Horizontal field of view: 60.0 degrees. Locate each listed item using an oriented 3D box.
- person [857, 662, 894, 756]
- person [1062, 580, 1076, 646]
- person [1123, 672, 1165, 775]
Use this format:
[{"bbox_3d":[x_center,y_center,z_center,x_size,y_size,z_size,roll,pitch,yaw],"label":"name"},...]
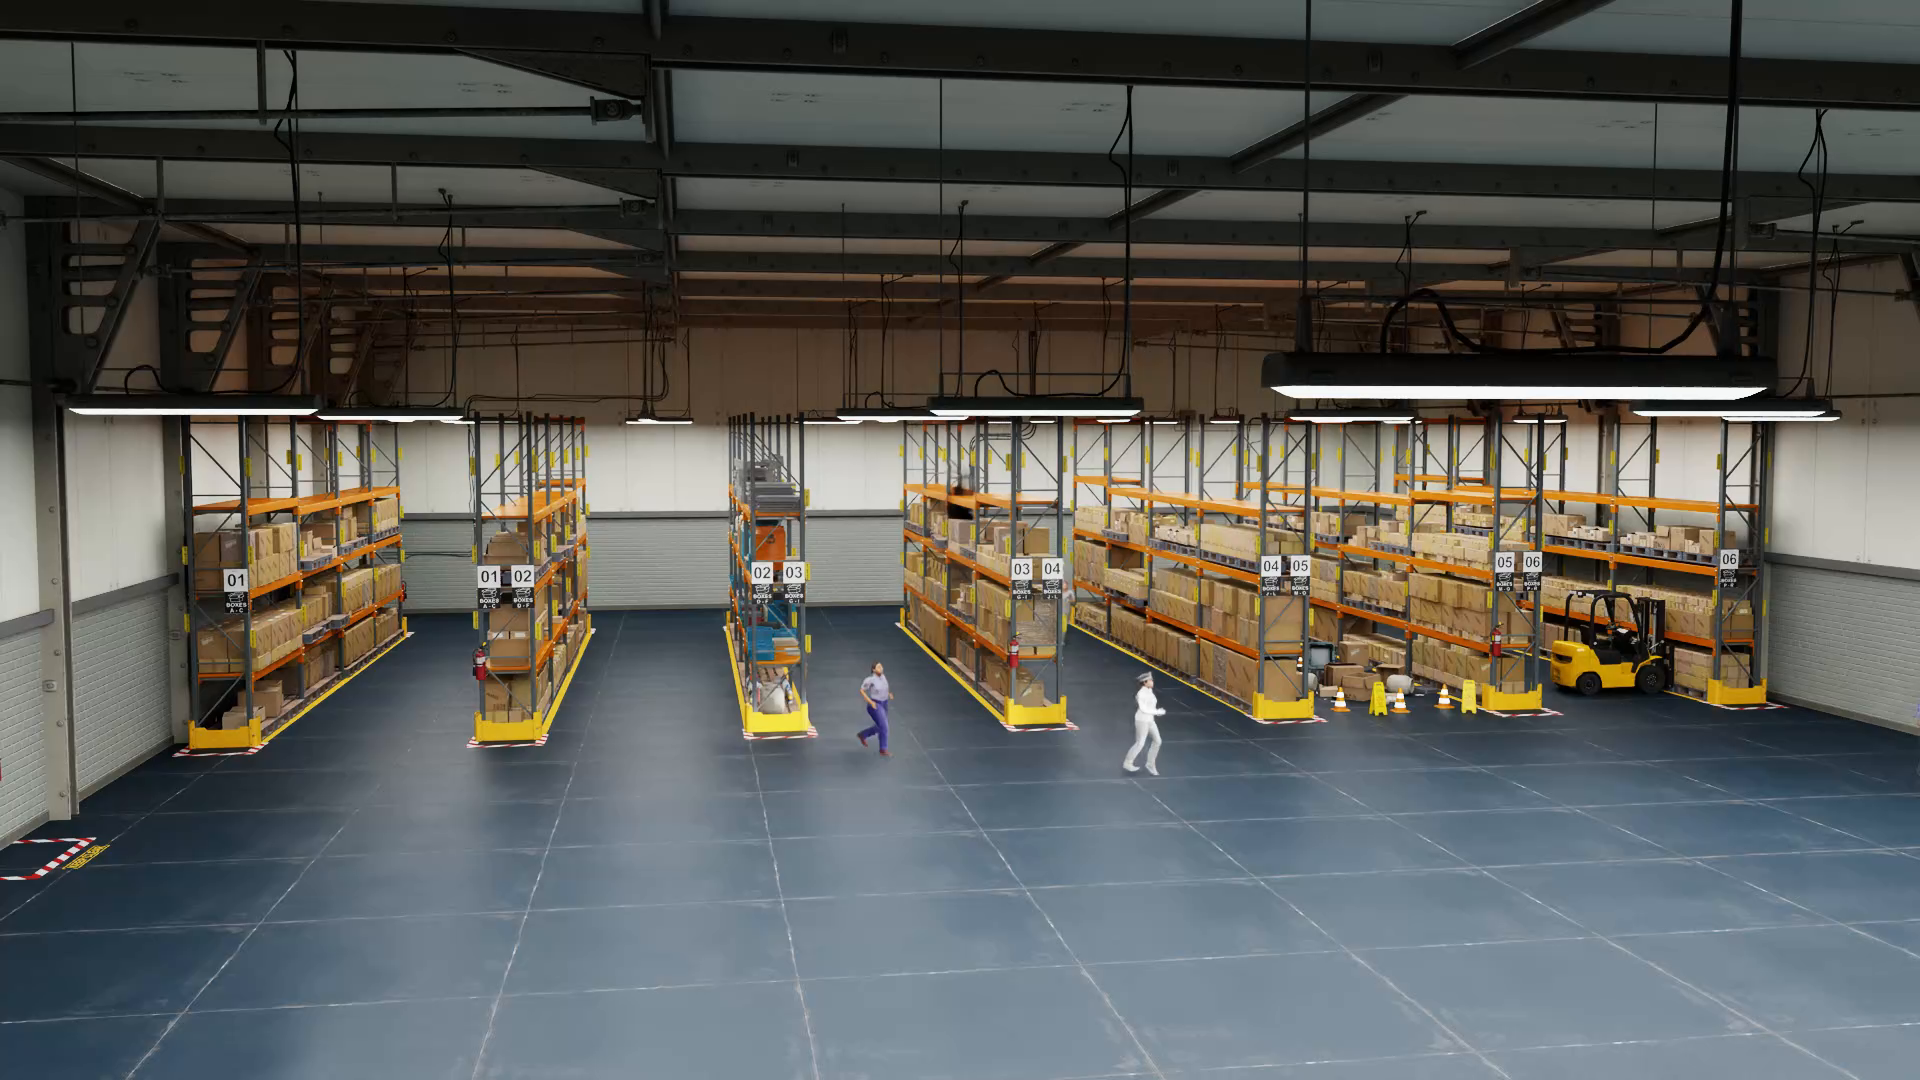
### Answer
[{"bbox_3d":[-1.477,2.941,29.124,0.776,1.648,0.601,2,4,30],"label":"person"},{"bbox_3d":[2.775,1.921,43.856,0.537,1.730,0.755,0,4,-5],"label":"person"},{"bbox_3d":[3.052,3.035,27.374,0.722,1.764,0.632,2,4,23],"label":"person"}]
